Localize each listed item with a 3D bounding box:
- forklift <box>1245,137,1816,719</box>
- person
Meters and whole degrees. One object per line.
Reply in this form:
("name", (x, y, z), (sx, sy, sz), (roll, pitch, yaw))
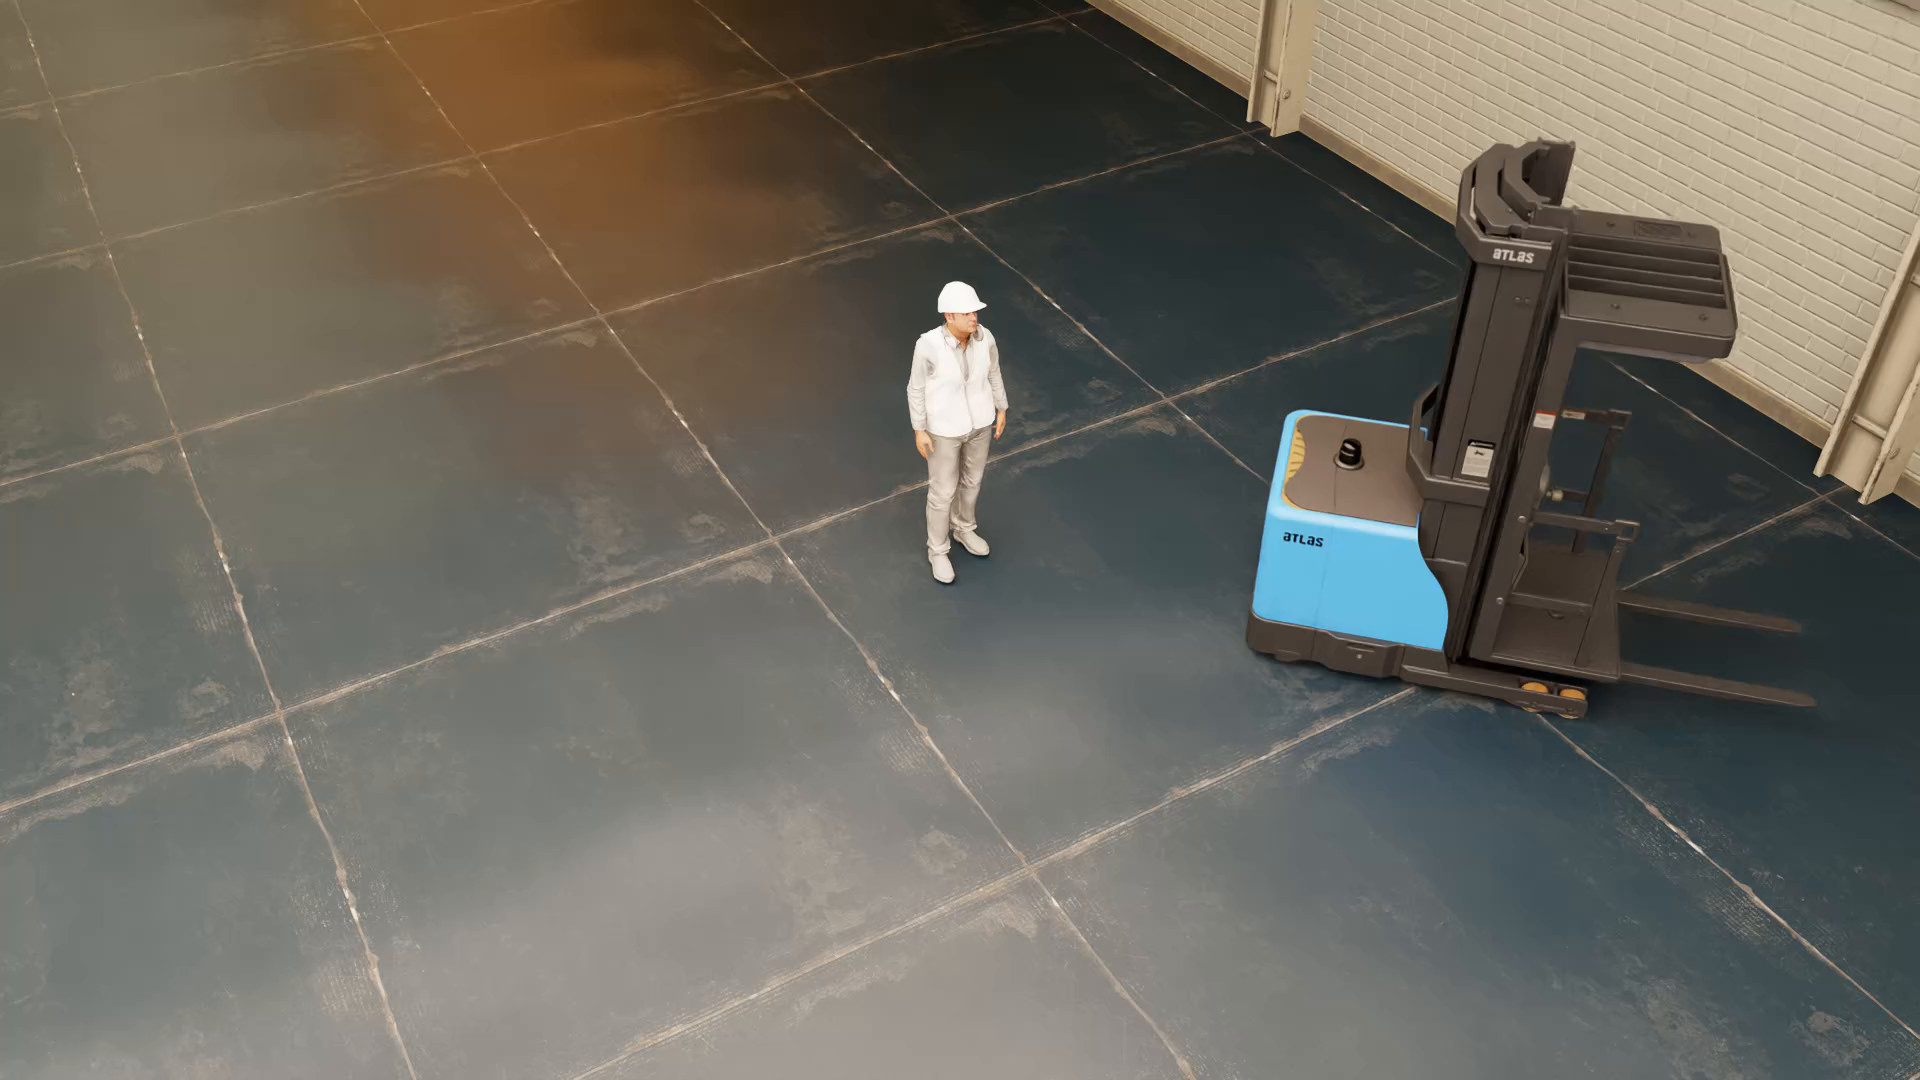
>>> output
("forklift", (3.211, -0.524, 8.667), (3.031, 2.935, 1.130), (10, 41, 12))
("person", (0.025, -0.651, 9.716), (0.633, 1.775, 0.566), (-20, 44, -23))
